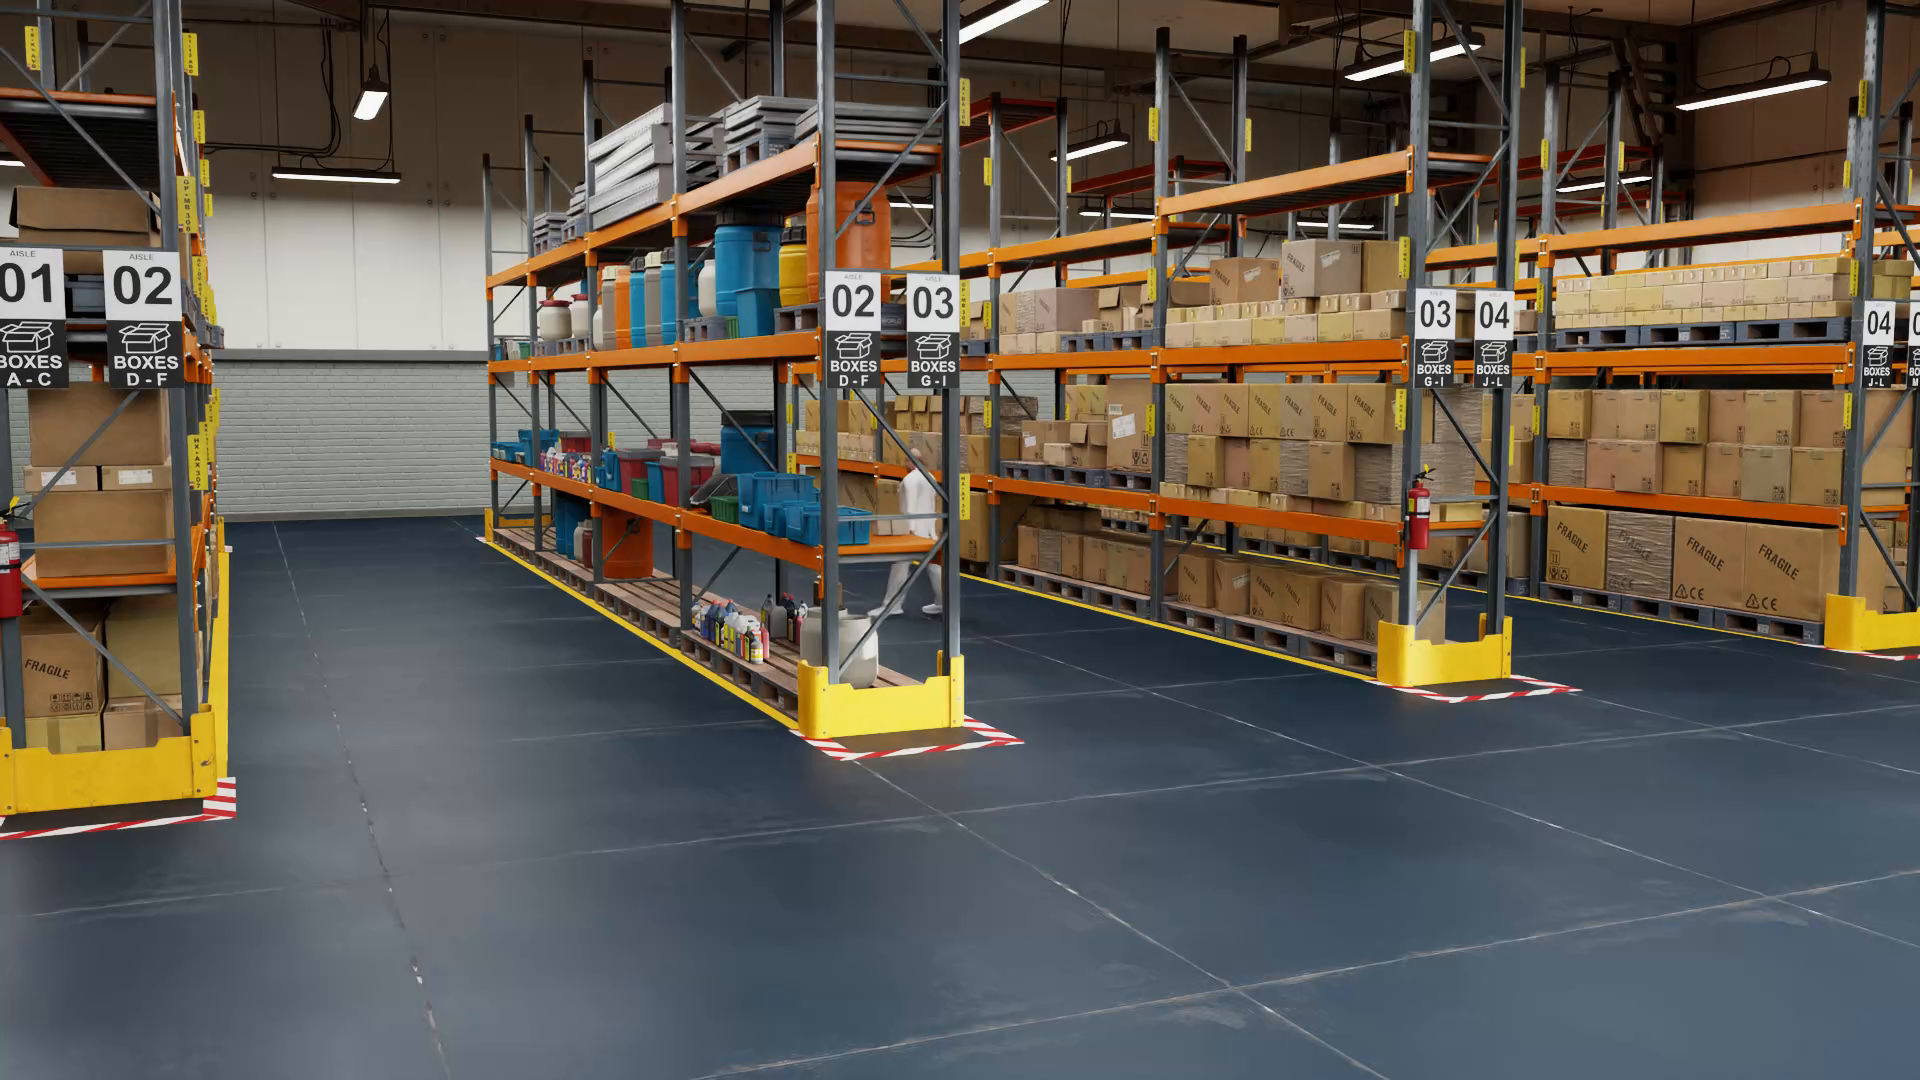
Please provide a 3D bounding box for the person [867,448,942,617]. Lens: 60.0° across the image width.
[{"bbox_3d":[-0.468,-0.081,17.562,0.820,1.767,0.685,3,6,27],"label":"person"}]
